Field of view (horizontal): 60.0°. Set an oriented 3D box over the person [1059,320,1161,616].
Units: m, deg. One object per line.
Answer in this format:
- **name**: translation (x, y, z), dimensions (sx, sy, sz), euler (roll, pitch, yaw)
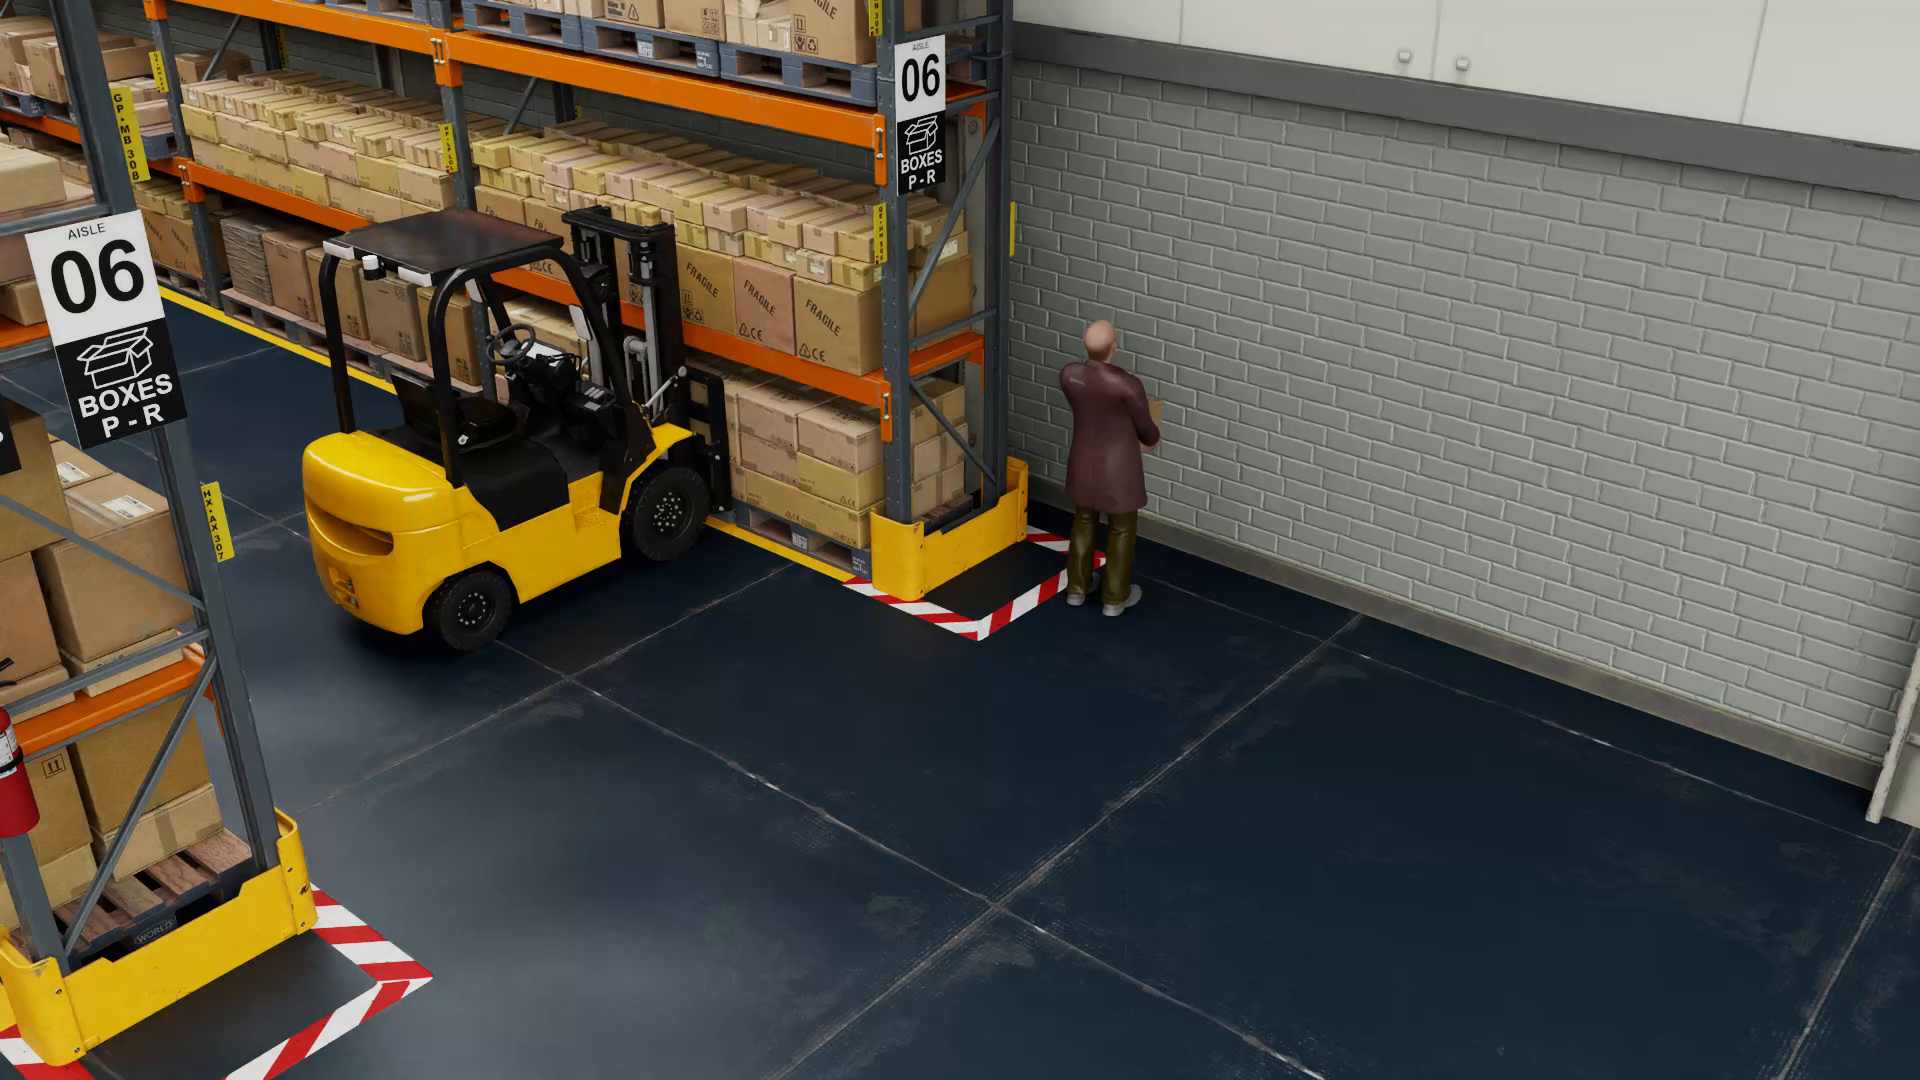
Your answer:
- **person**: translation (0.879, -0.460, 9.545), dimensions (0.534, 1.770, 0.562), euler (17, 31, 29)
